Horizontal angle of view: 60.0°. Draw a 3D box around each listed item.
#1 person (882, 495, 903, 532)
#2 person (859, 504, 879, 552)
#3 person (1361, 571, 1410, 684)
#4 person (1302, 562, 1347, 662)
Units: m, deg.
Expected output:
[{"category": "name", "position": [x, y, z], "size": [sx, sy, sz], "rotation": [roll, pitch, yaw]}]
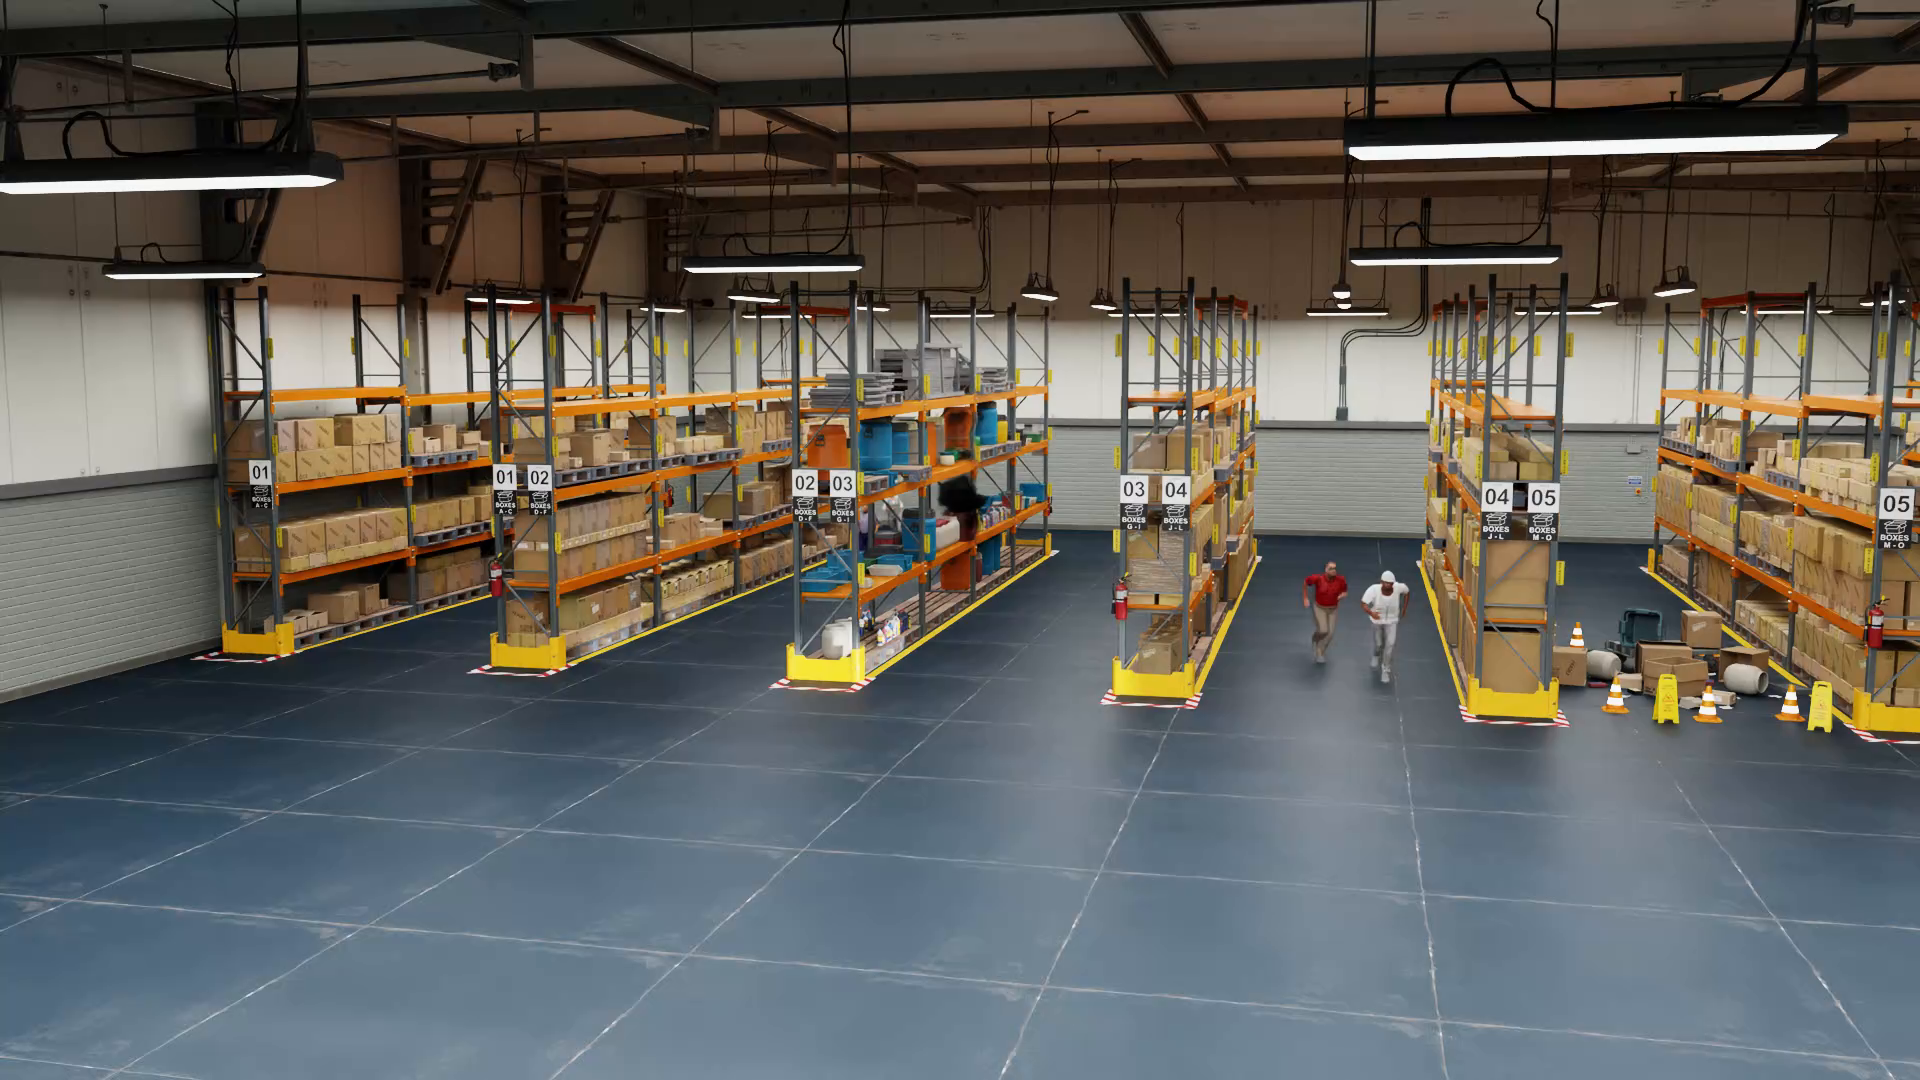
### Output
[{"category": "person", "position": [-1.664, -0.536, 41.158], "size": [0.531, 1.578, 0.858], "rotation": [-1, 7, -6]}, {"category": "person", "position": [-2.100, -0.055, 37.142], "size": [0.595, 1.601, 0.561], "rotation": [0, 7, 4]}, {"category": "person", "position": [6.462, 1.278, 25.382], "size": [0.744, 1.715, 1.058], "rotation": [0, 7, 2]}, {"category": "person", "position": [5.841, 1.150, 26.505], "size": [0.648, 1.649, 0.744], "rotation": [-1, 7, -10]}]
